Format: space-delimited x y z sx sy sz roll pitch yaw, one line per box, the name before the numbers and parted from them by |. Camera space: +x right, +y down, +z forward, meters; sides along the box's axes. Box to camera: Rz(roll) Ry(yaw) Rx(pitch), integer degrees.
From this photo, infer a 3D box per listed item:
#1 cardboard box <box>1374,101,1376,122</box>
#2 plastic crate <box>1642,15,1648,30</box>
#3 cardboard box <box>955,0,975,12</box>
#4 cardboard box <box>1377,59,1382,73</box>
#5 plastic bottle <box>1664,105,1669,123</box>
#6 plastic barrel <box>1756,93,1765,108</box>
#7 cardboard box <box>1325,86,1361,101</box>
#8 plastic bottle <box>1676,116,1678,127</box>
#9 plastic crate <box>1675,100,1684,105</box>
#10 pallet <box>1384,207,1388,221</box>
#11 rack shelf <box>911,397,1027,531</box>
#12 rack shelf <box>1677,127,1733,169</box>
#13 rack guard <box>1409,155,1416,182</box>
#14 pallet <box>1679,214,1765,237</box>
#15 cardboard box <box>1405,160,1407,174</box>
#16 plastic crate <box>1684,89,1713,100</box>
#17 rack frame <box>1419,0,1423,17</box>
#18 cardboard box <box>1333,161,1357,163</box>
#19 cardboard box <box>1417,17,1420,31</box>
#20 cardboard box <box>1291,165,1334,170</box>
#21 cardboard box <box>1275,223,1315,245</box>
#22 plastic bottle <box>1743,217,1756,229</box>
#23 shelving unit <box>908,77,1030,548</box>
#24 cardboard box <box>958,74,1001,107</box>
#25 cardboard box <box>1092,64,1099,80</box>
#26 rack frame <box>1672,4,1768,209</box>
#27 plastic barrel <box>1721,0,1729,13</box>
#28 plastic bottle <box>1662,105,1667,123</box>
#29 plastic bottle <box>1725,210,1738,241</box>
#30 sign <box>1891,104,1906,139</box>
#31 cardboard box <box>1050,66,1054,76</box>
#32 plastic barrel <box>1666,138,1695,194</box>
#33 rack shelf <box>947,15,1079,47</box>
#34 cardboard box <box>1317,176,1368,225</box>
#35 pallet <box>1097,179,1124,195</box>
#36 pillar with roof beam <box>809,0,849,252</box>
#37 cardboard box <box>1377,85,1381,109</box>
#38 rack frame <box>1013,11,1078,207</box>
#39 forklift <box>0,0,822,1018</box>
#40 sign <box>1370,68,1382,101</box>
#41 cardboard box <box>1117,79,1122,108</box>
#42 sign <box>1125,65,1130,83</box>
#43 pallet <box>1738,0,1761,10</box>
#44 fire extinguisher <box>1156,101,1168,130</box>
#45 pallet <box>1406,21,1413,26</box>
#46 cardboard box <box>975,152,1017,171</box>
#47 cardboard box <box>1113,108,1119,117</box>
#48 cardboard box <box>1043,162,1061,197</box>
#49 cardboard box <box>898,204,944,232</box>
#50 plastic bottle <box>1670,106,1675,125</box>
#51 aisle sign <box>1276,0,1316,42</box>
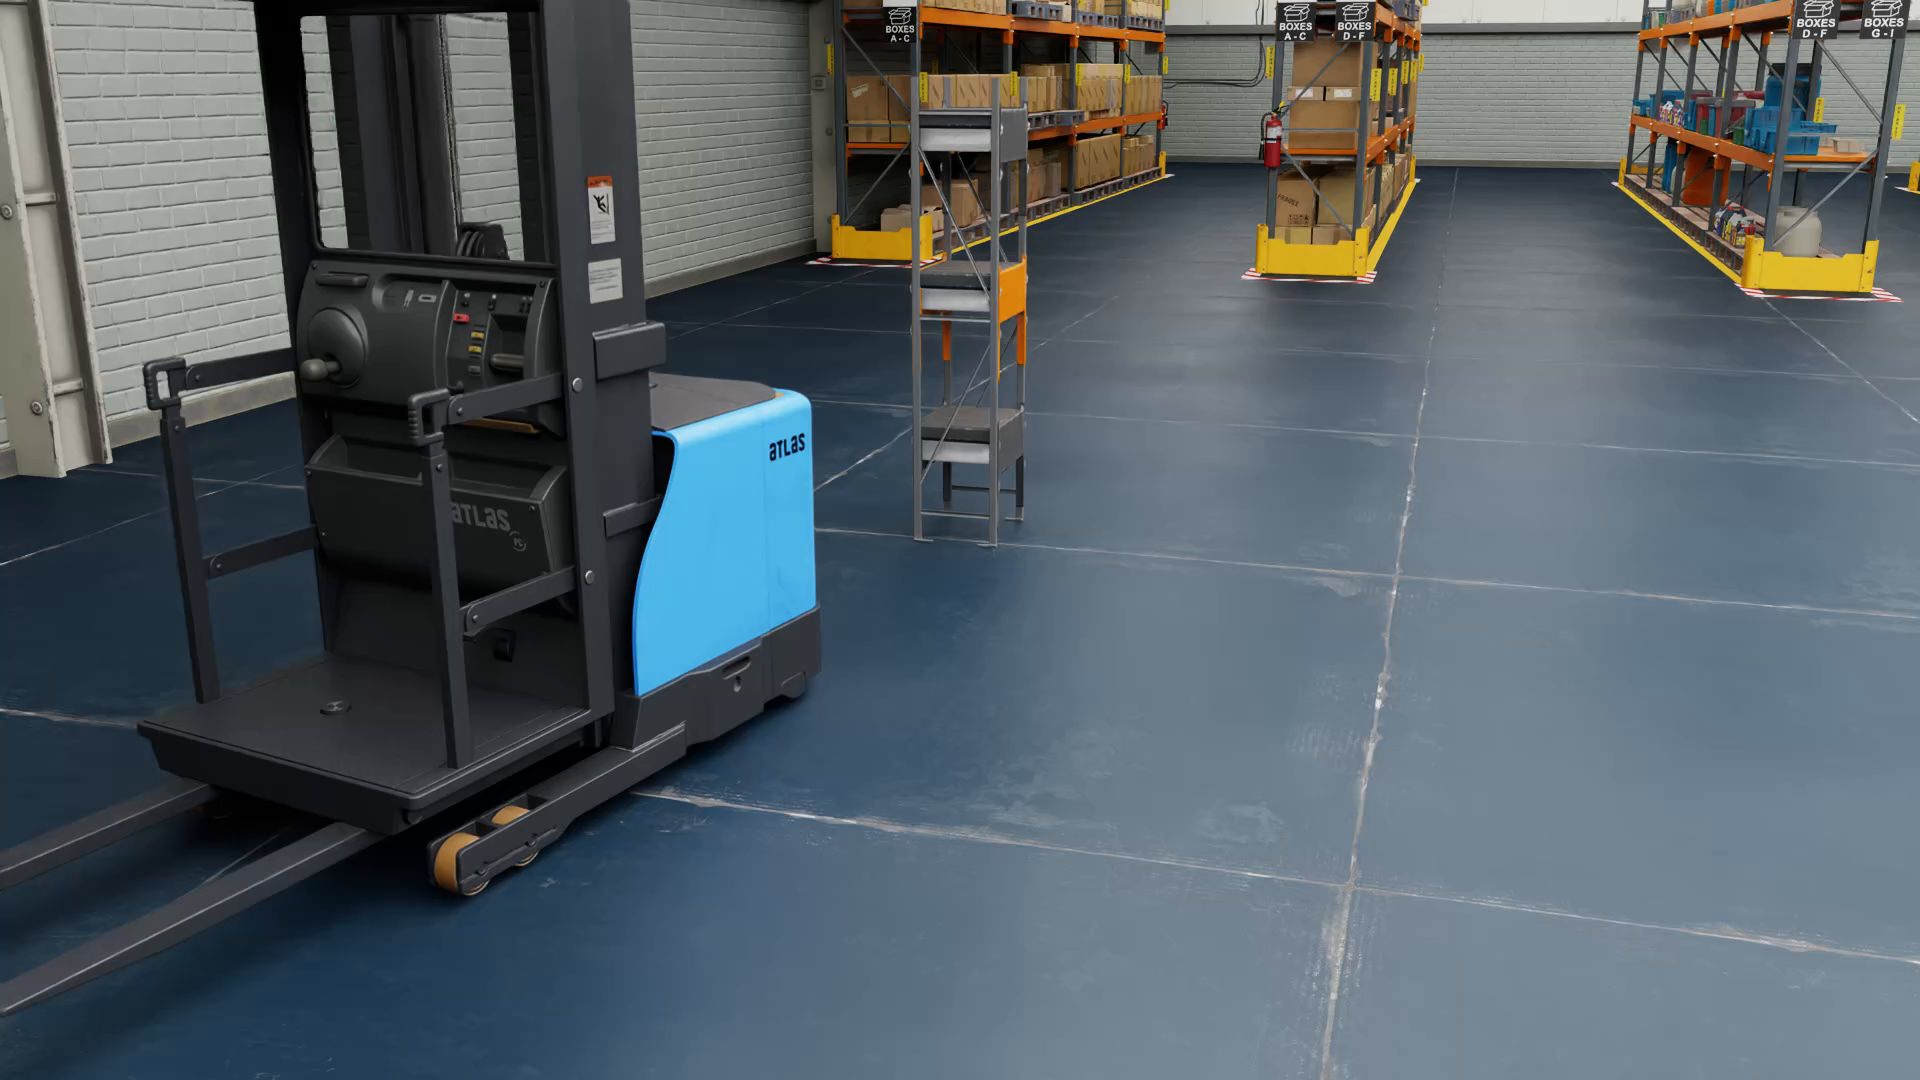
cardboard box | 5.477 -5.913 22.996 0.500 0.500 0.500 5 16 16
plastic crate | 12.732 -9.452 30.399 0.497 0.269 0.590 5 16 16
cardboard box | -0.139 -6.718 20.300 0.500 0.500 0.500 6 17 19
cardboard box | 7.120 -8.171 29.124 0.500 0.500 0.500 5 17 16
plastic bottle | 11.207 -6.753 26.355 0.061 0.283 0.133 5 16 16
plastic barrel | 10.181 -5.310 20.804 0.433 0.535 0.433 0 16 0
cardboard box | 4.132 -4.796 17.869 0.380 0.149 0.250 5 16 15
plastic bottle | 10.740 -6.267 24.790 0.097 0.201 0.097 0 16 0
plastic crate | 12.583 -7.461 28.746 0.437 0.282 0.530 5 16 16
pallet | 5.816 -4.889 24.679 1.003 0.211 1.213 5 16 16
rack shelf | 0.047 -0.367 7.890 0.431 0.518 0.480 5 16 16
rack shelf | 10.267 -5.189 21.943 1.077 0.370 4.000 5 16 16
rack guard | 8.339 -7.313 32.698 1.175 0.500 0.348 5 16 16
pallet | 10.230 -4.199 22.245 1.003 0.211 1.213 5 16 16
cardboard box | 8.144 -7.017 31.305 0.500 0.250 0.500 5 16 16
plastic crate | 12.466 -7.378 28.118 0.402 0.464 0.583 5 16 16
rack frame | 8.361 -11.422 31.608 1.000 3.000 0.127 5 16 16
cardboard box | 6.140 -6.091 26.206 0.500 0.250 0.500 5 17 18
cardboard box | 8.186 -9.490 30.569 0.500 0.250 0.500 5 16 16
cardboard box | 4.384 -4.408 20.768 0.500 0.500 0.500 5 16 16
cardboard box | 3.683 -3.392 18.562 0.500 0.250 0.500 5 16 16
plastic bottle | 9.046 -3.568 19.097 0.152 0.276 0.135 5 16 16
shelving unit | 0.047 -1.053 7.696 0.431 2.100 0.503 5 16 16
cardboard box | 0.226 -5.799 21.642 0.500 0.500 0.500 5 16 16
cardboard box | 2.004 -7.758 27.546 0.500 0.250 0.500 5 17 16
rack frame | 10.836 -6.058 23.690 1.000 3.000 0.127 5 16 16
plastic barrel | 9.821 -7.017 20.654 0.600 0.901 0.600 0 16 0
plastic bottle | 11.312 -6.827 26.637 0.097 0.271 0.097 0 16 0
plastic bottle | 8.897 -3.609 19.105 0.144 0.351 0.185 4 16 15
sign | 9.088 -4.054 16.119 0.100 0.325 0.005 5 16 16
cardboard box | 1.268 -7.305 25.910 0.380 0.149 0.250 2 16 9
plastic barrel | 11.600 -5.971 26.458 0.600 0.901 0.708 5 16 16
rack shelf | 0.769 -7.400 24.243 1.077 0.370 4.000 5 16 16
cardboard box | 4.320 -3.844 18.780 0.500 0.500 0.500 5 16 16
pallet | 2.327 -6.323 29.736 1.003 0.211 1.213 5 16 16
pillar with roof beam | 2.561 -7.536 17.906 9.100 9.000 0.400 5 16 16
cardboard box | 6.158 -6.867 25.588 0.700 0.500 0.500 -1 16 -3
rack frame | 1.337 -6.826 26.399 1.000 3.000 0.127 5 16 16
forklift | -1.634 -0.595 4.555 1.130 2.935 3.031 8 18 27
sign | 4.344 -4.760 17.382 0.100 0.325 0.005 5 16 16
cardboard box | 2.584 -7.933 29.536 0.500 0.500 0.500 4 16 15
sign | 2.997 -8.352 29.802 0.100 0.325 0.005 5 16 16
pallet | 9.587 -6.167 18.925 1.213 0.211 1.003 5 16 16
fire extinguisher | 4.096 -8.706 33.852 0.296 0.674 0.183 5 16 16
pallet | 6.680 -8.405 26.814 1.213 0.211 1.003 5 16 16
cardboard box | 0.515 -5.459 23.978 0.500 0.250 0.500 4 16 15
cardboard box | 2.600 -7.583 29.491 0.380 0.149 0.250 5 17 17
cardboard box | 1.182 -5.643 26.001 0.700 0.500 0.500 5 17 17
cardboard box | -0.492 -3.974 20.466 0.500 0.311 0.500 6 17 20
plastic bottle | 10.957 -6.523 25.543 0.061 0.283 0.133 5 16 16
aisle sign | 3.514 -5.606 17.334 0.394 0.787 0.004 5 16 16
